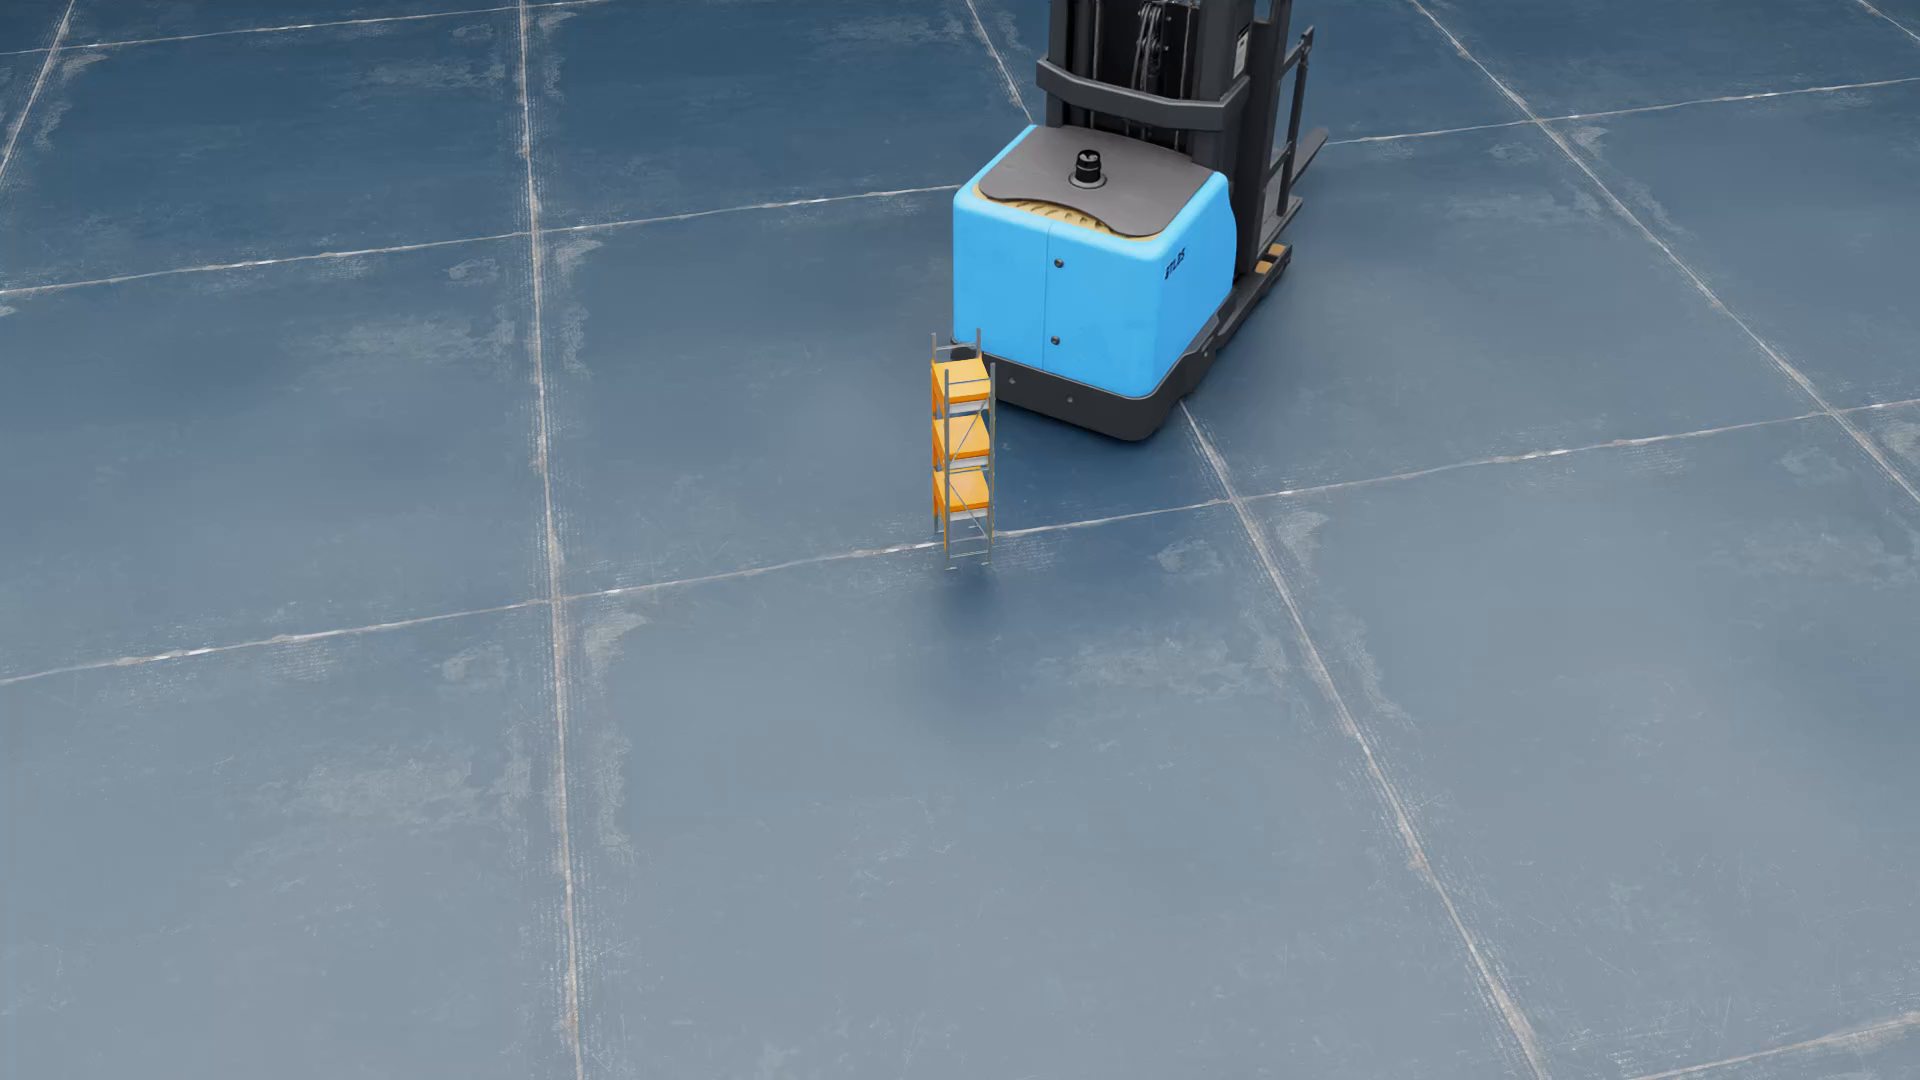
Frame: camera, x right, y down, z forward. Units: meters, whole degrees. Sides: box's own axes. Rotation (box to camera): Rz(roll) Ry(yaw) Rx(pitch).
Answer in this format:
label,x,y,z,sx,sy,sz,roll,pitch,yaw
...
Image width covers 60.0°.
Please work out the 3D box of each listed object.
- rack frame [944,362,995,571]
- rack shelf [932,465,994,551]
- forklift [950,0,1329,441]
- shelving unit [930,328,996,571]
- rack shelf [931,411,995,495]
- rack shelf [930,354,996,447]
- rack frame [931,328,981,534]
label,x,y,z,sx,sy,sz,roll,pitch,yaw
rack frame,0.038,-0.279,6.773,0.200,1.050,0.008,-8,42,-9
rack shelf,0.012,-0.142,7.054,0.215,0.259,0.240,-8,42,-9
forklift,1.105,-2.521,7.882,1.130,2.935,3.031,20,45,21
shelving unit,0.012,-0.358,6.862,0.215,1.050,0.252,-8,42,-9
rack shelf,0.012,-0.350,6.869,0.215,0.259,0.240,-8,42,-9
rack shelf,0.012,-0.562,6.681,0.215,0.259,0.240,-8,42,-9
rack frame,-0.015,-0.437,6.951,0.200,1.050,0.008,-8,42,-9
